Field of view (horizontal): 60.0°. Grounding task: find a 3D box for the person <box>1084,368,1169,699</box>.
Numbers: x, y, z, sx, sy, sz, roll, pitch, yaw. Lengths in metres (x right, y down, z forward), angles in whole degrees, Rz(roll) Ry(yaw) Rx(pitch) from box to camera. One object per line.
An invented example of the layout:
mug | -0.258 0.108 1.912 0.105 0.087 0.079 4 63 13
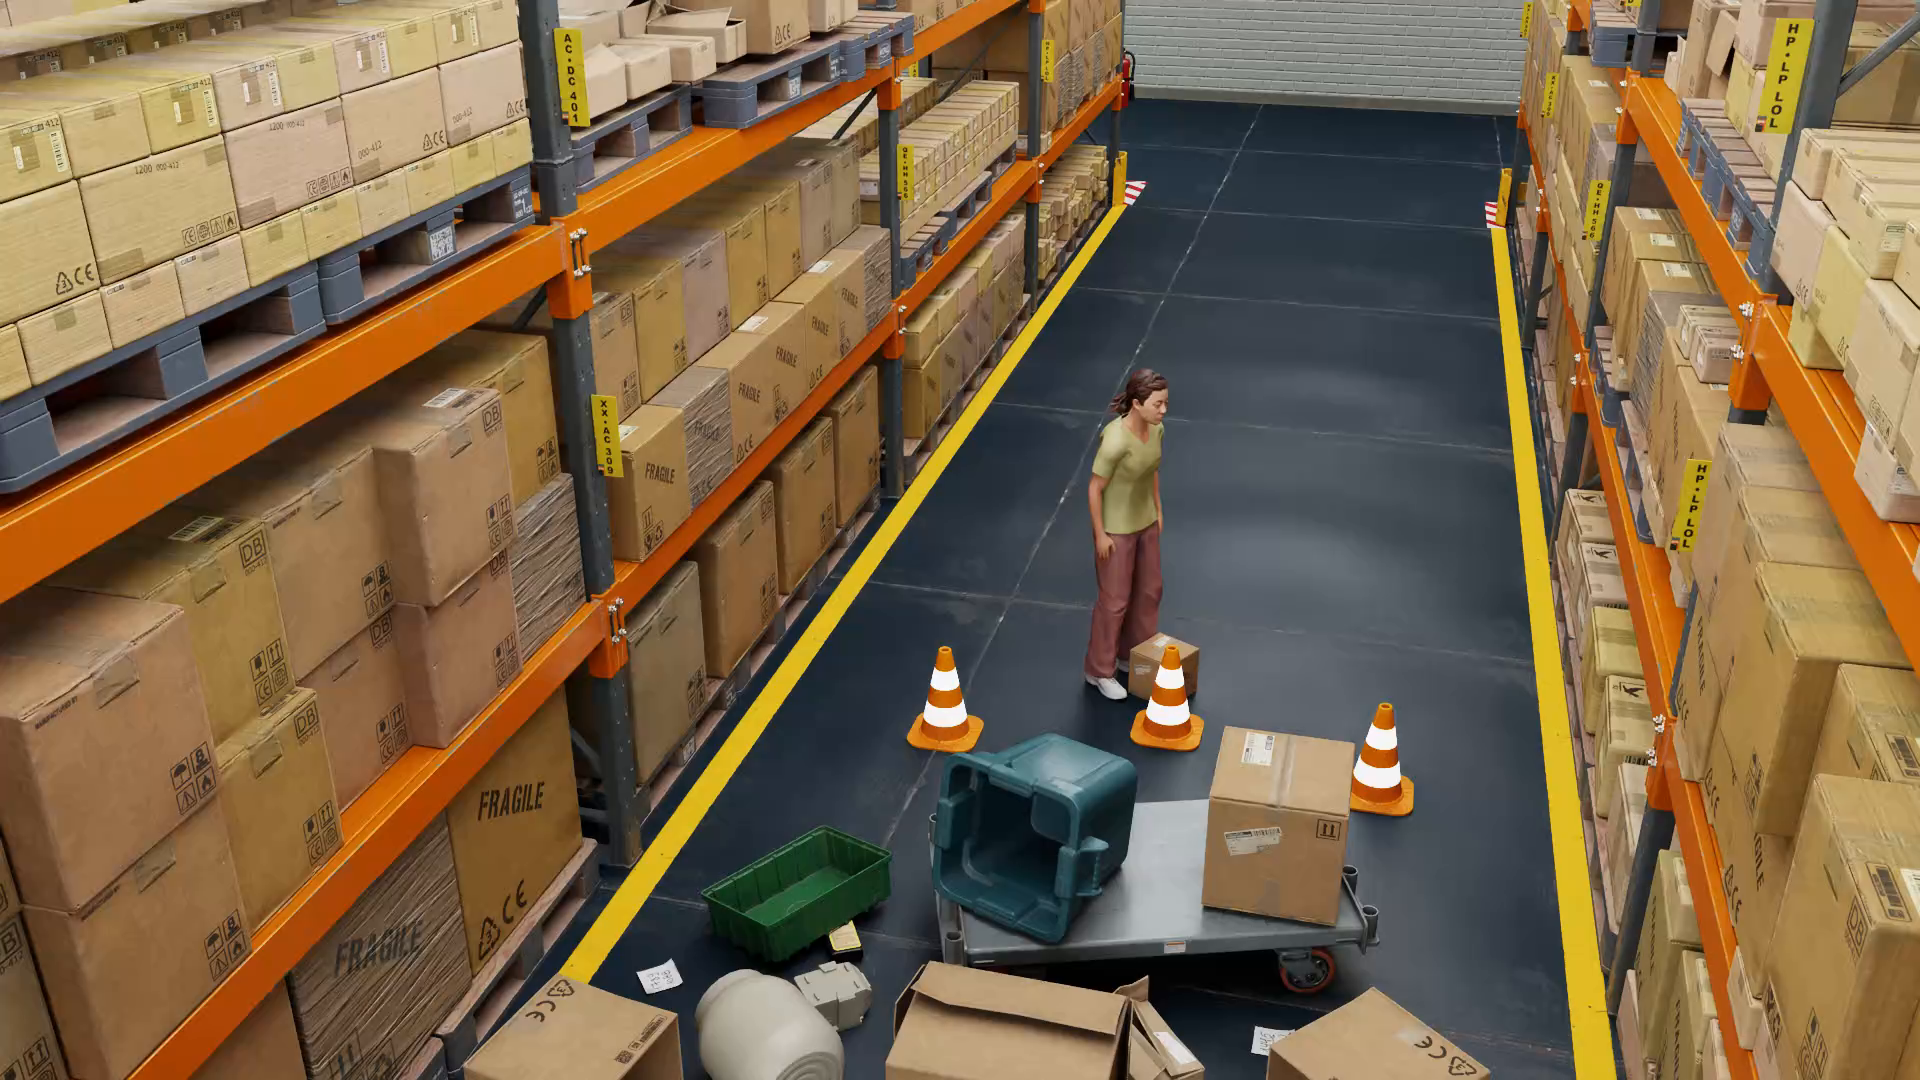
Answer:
person | 0.861 -0.049 8.214 0.406 1.673 0.499 23 33 39
